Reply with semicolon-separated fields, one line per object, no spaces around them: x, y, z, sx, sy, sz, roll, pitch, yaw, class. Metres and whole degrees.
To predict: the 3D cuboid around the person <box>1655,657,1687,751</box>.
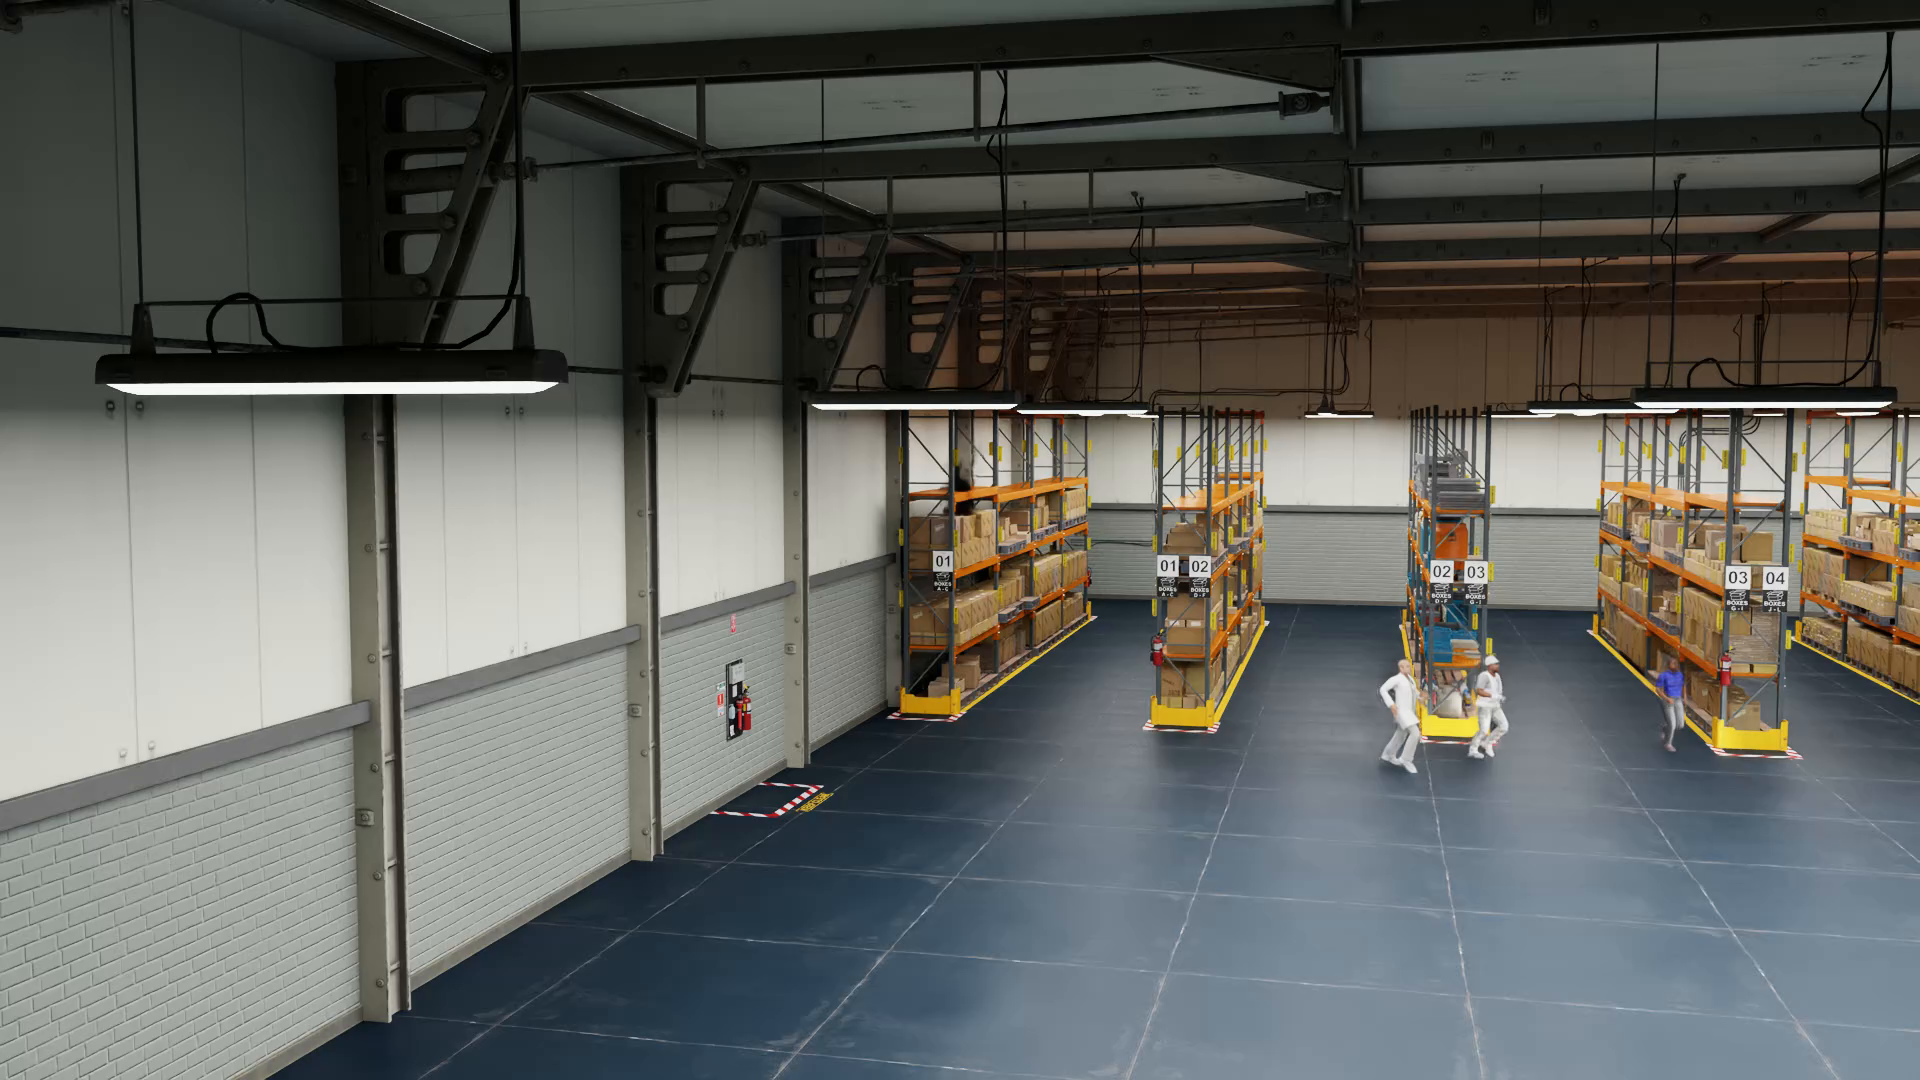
12.389;2.846;28.957;0.616;1.617;0.551;-1;4;-12;person

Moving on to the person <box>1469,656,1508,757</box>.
9.019;2.829;28.171;0.684;1.731;0.661;-3;5;-35;person

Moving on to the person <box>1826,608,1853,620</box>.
23.271;1.671;43.978;0.867;1.844;0.643;0;4;6;person

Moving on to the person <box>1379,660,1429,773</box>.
7.292;2.882;27.297;0.823;1.840;0.674;3;5;37;person
